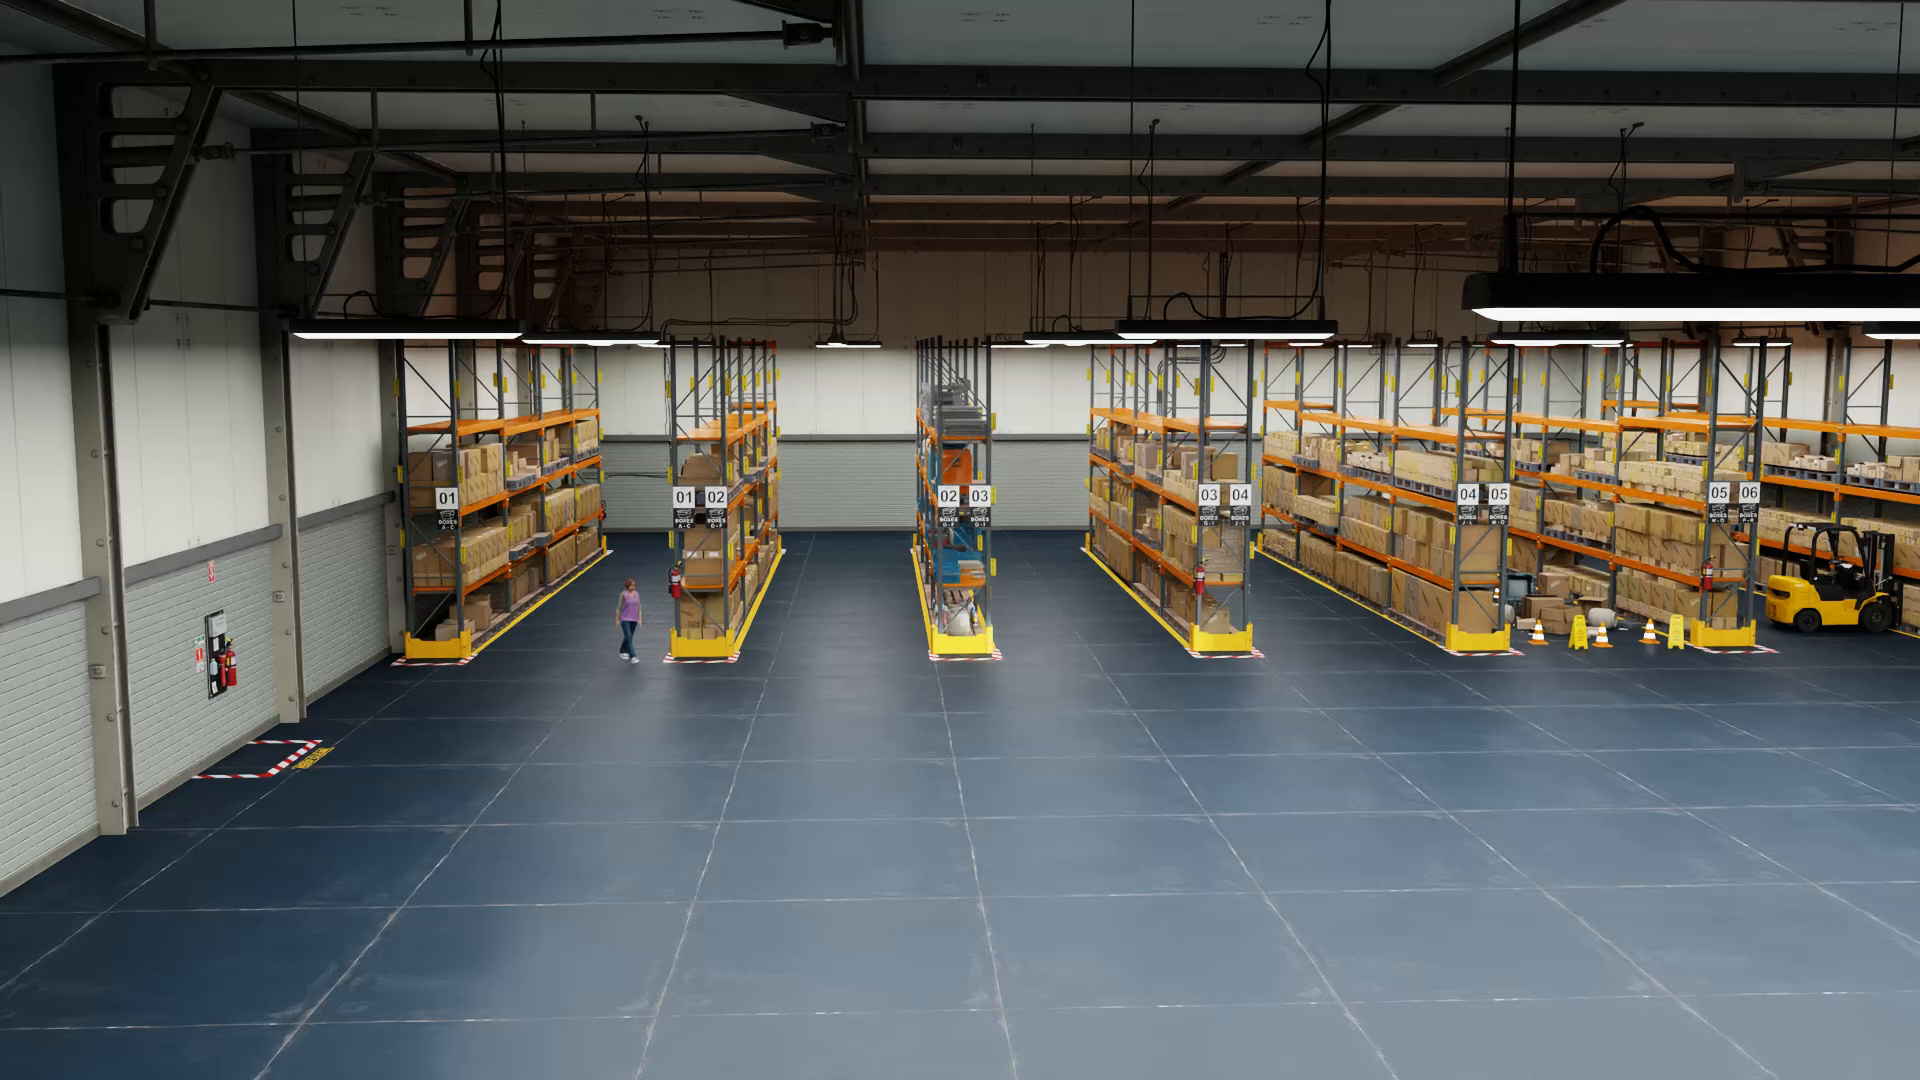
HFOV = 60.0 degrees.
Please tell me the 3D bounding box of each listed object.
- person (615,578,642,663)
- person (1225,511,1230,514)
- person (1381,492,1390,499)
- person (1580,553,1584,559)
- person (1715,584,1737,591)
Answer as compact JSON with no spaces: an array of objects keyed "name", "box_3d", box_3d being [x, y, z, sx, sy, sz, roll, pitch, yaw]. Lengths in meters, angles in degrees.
[{"name":"person","box_3d":[-6.055,1.474,30.542,0.966,1.536,0.469,6,9,44]},{"name":"person","box_3d":[7.091,-0.155,44.068,0.587,1.758,0.452,-5,8,-40]},{"name":"person","box_3d":[13.453,-1.020,52.539,0.984,1.549,0.587,-3,7,-23]},{"name":"person","box_3d":[16.958,-0.287,45.747,0.491,1.645,0.536,-4,8,-34]},{"name":"person","box_3d":[16.821,0.822,36.474,0.533,1.552,0.704,0,6,-2]}]
